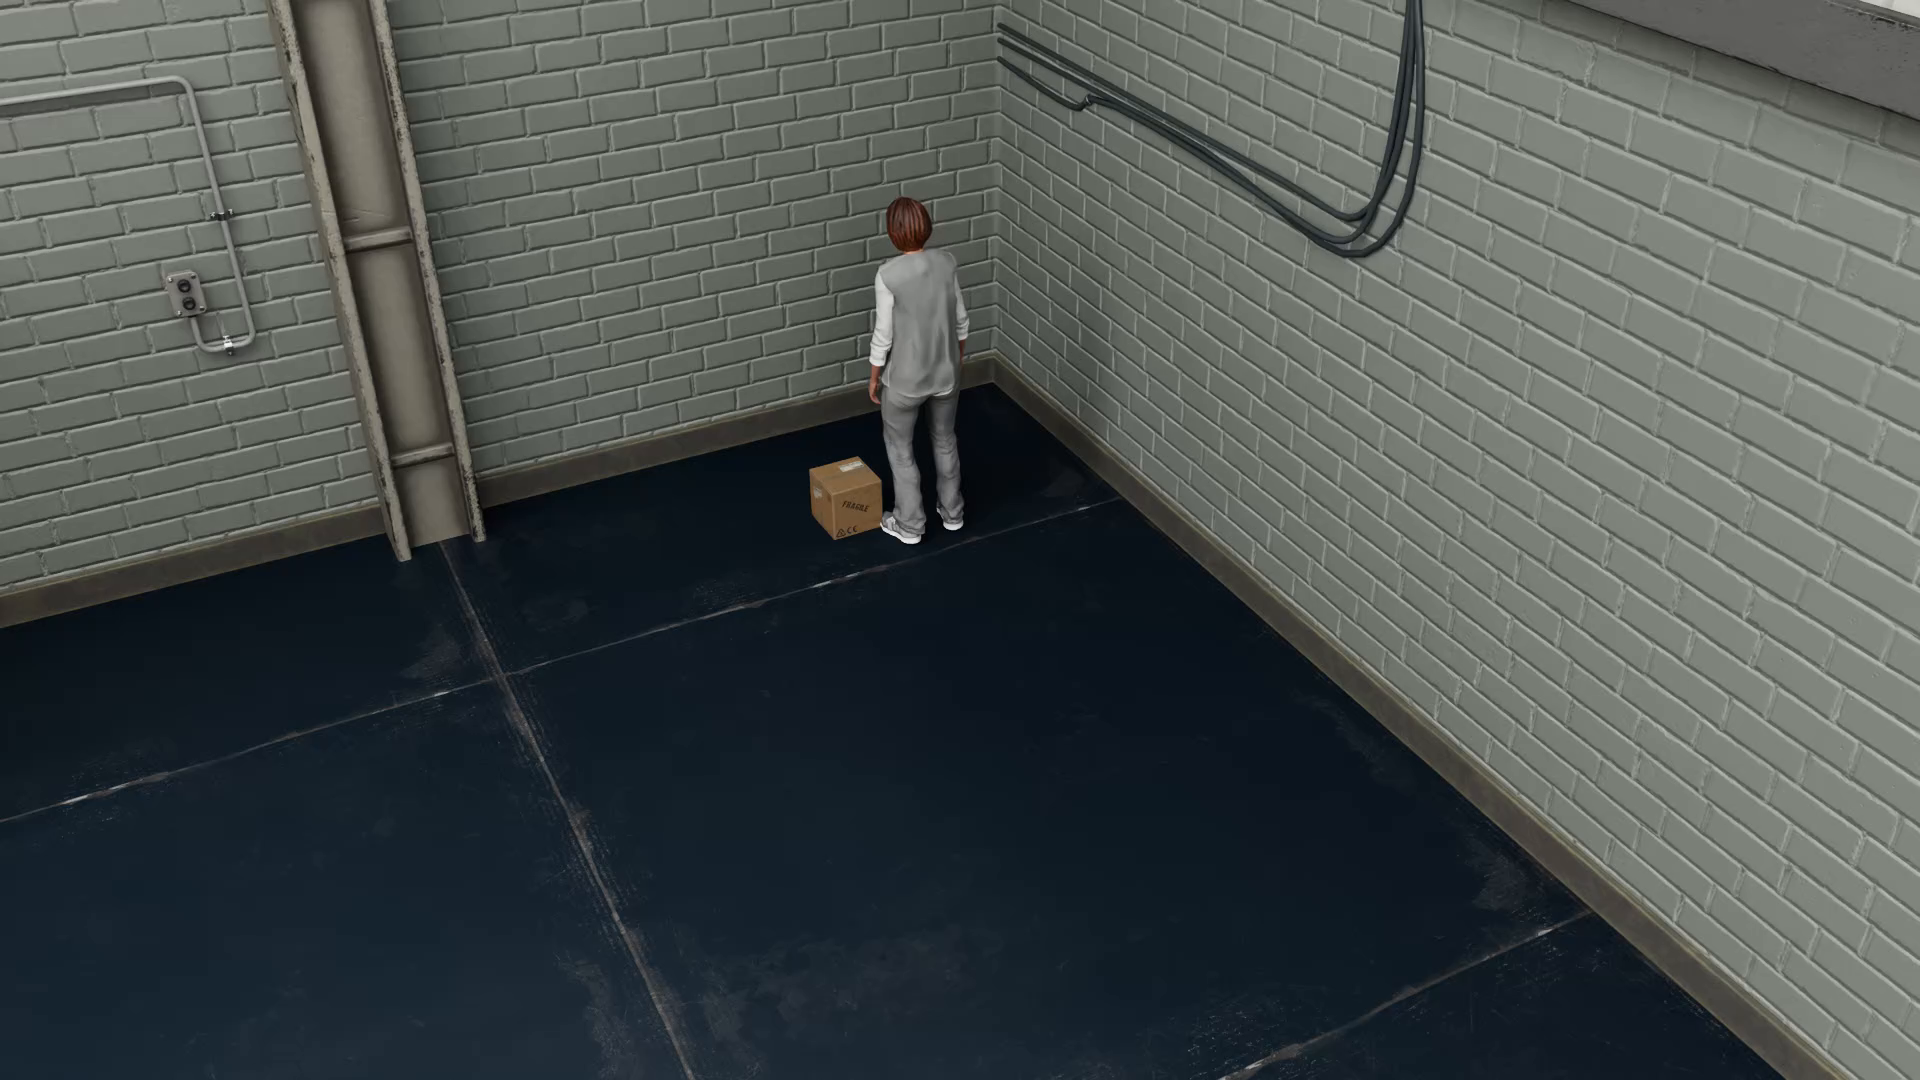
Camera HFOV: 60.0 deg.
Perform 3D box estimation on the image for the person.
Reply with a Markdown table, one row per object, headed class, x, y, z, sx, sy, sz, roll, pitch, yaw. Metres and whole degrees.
| class | x | y | z | sx | sy | sz | roll | pitch | yaw |
| --- | --- | --- | --- | --- | --- | --- | --- | --- | --- |
| person | -0.183 | -0.999 | 7.039 | 0.459 | 0.909 | 0.326 | -16 | 37 | -23 |
